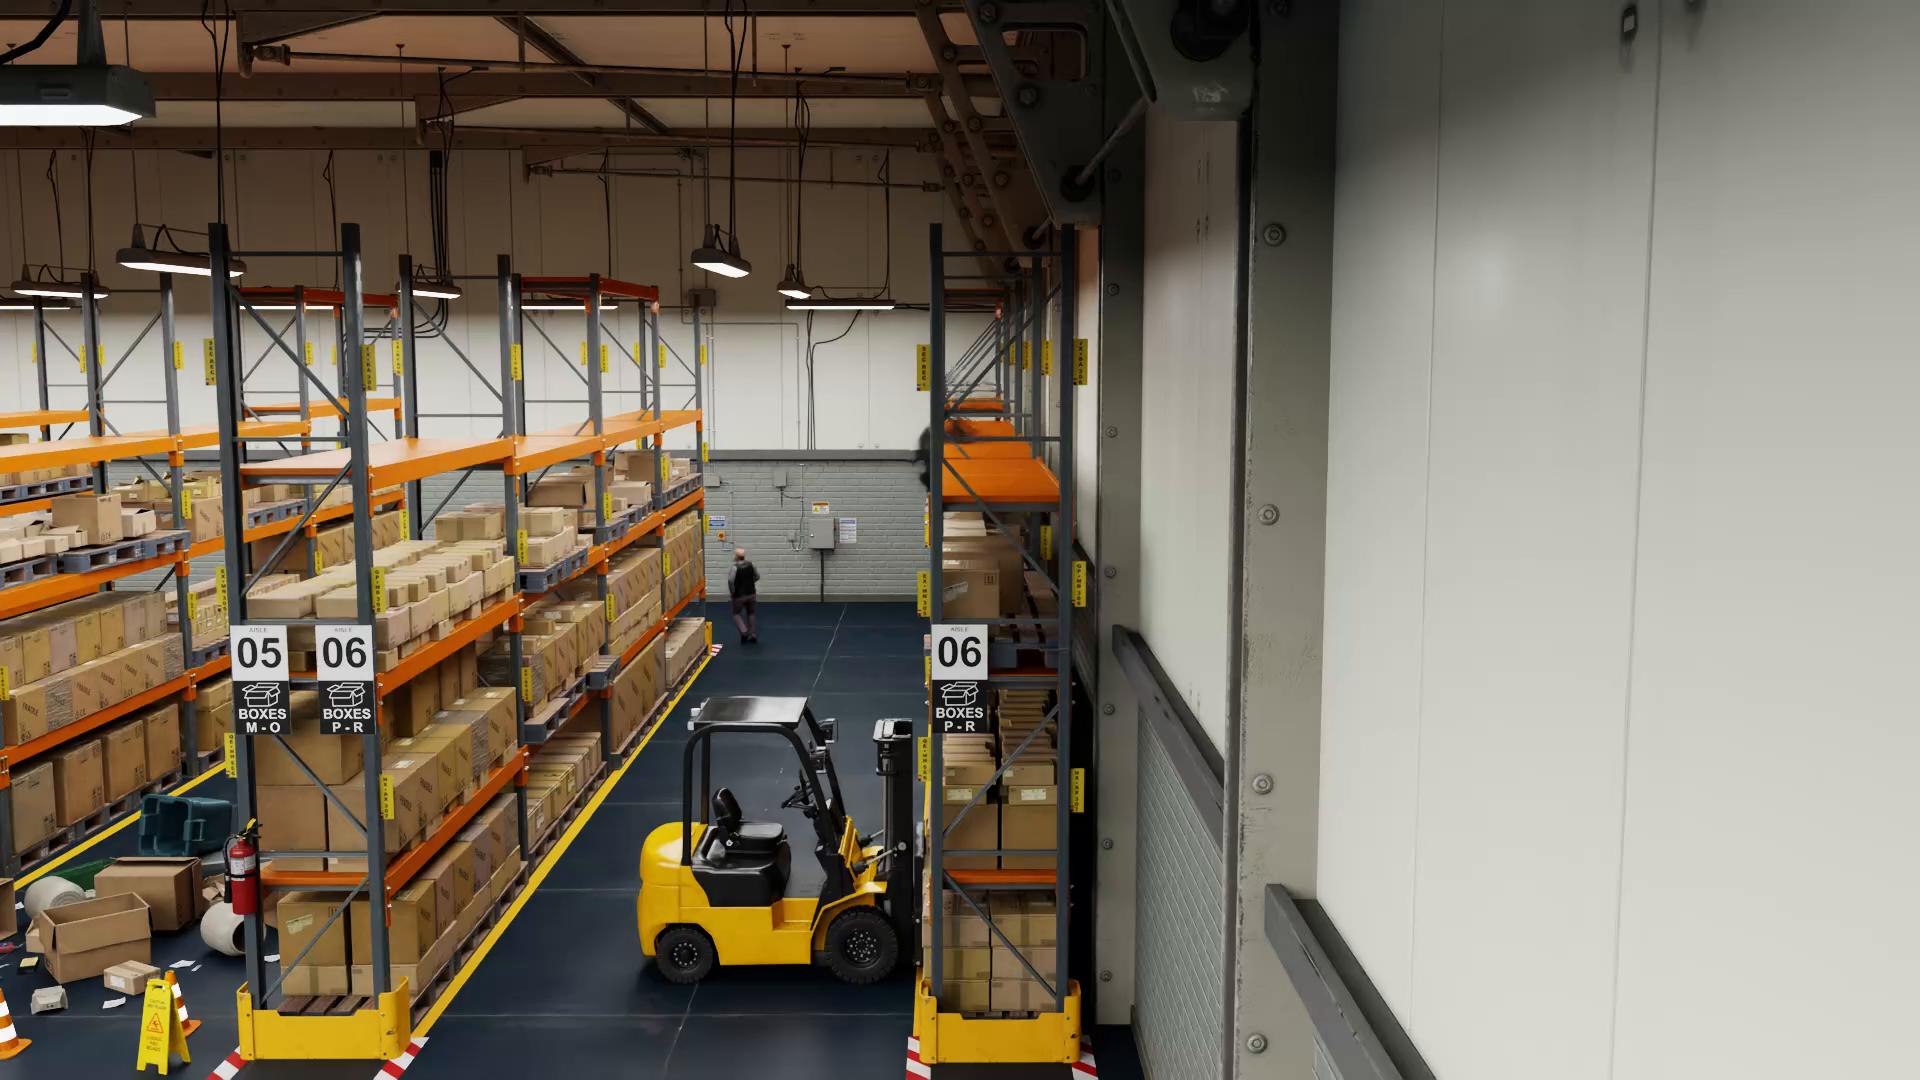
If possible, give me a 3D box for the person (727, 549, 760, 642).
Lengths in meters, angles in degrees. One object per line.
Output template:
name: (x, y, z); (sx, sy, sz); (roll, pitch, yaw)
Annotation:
person: (-3.807, 0.984, 28.963); (0.672, 1.696, 0.594); (-4, 8, -28)
